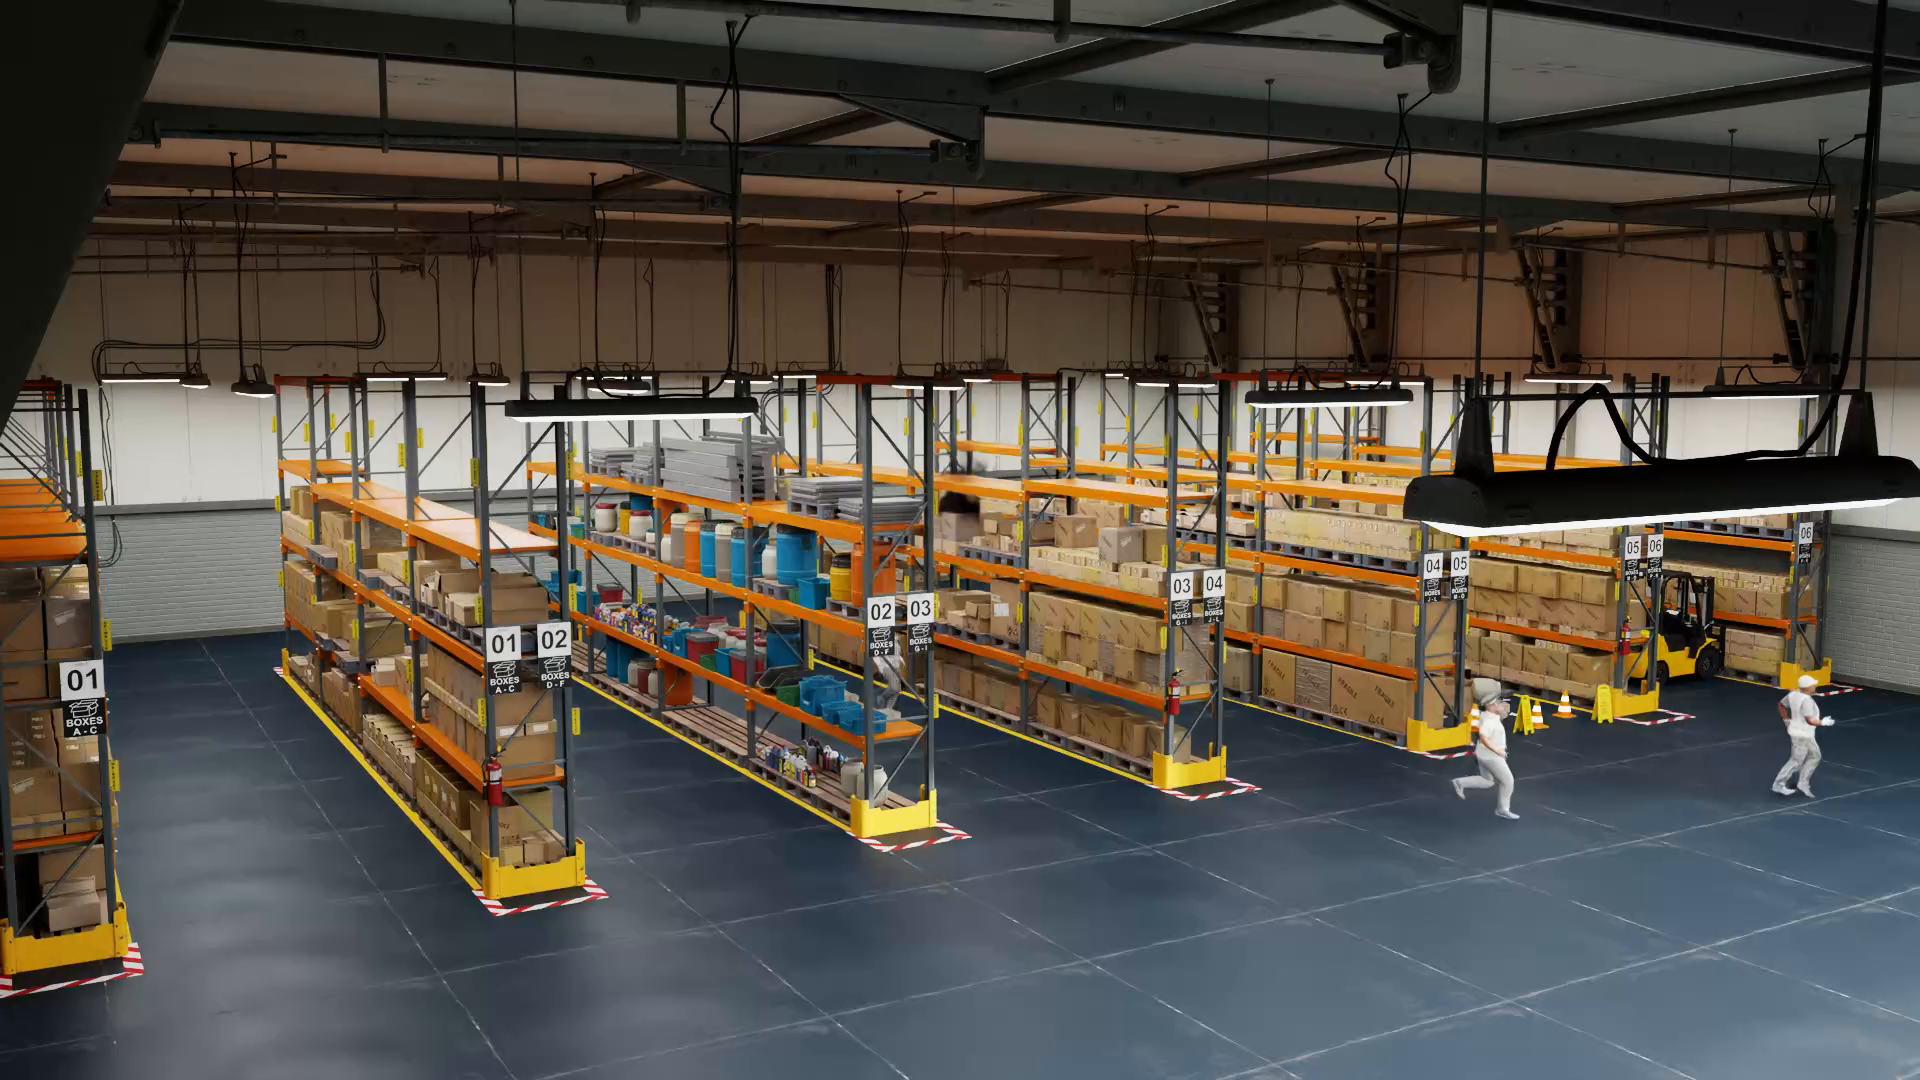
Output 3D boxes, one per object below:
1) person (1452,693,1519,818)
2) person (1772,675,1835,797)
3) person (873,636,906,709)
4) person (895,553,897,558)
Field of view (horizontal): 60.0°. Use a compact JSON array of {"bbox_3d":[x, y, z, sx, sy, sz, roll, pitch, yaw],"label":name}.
[{"bbox_3d":[7.291,2.978,22.979,0.892,1.768,0.659,0,6,4],"label":"person"},{"bbox_3d":[12.125,2.847,23.907,0.759,1.829,0.659,2,7,16],"label":"person"},{"bbox_3d":[-1.164,2.154,28.038,0.618,1.654,0.489,-6,9,-43],"label":"person"},{"bbox_3d":[-1.776,1.112,40.095,0.723,1.692,0.733,2,7,16],"label":"person"}]
